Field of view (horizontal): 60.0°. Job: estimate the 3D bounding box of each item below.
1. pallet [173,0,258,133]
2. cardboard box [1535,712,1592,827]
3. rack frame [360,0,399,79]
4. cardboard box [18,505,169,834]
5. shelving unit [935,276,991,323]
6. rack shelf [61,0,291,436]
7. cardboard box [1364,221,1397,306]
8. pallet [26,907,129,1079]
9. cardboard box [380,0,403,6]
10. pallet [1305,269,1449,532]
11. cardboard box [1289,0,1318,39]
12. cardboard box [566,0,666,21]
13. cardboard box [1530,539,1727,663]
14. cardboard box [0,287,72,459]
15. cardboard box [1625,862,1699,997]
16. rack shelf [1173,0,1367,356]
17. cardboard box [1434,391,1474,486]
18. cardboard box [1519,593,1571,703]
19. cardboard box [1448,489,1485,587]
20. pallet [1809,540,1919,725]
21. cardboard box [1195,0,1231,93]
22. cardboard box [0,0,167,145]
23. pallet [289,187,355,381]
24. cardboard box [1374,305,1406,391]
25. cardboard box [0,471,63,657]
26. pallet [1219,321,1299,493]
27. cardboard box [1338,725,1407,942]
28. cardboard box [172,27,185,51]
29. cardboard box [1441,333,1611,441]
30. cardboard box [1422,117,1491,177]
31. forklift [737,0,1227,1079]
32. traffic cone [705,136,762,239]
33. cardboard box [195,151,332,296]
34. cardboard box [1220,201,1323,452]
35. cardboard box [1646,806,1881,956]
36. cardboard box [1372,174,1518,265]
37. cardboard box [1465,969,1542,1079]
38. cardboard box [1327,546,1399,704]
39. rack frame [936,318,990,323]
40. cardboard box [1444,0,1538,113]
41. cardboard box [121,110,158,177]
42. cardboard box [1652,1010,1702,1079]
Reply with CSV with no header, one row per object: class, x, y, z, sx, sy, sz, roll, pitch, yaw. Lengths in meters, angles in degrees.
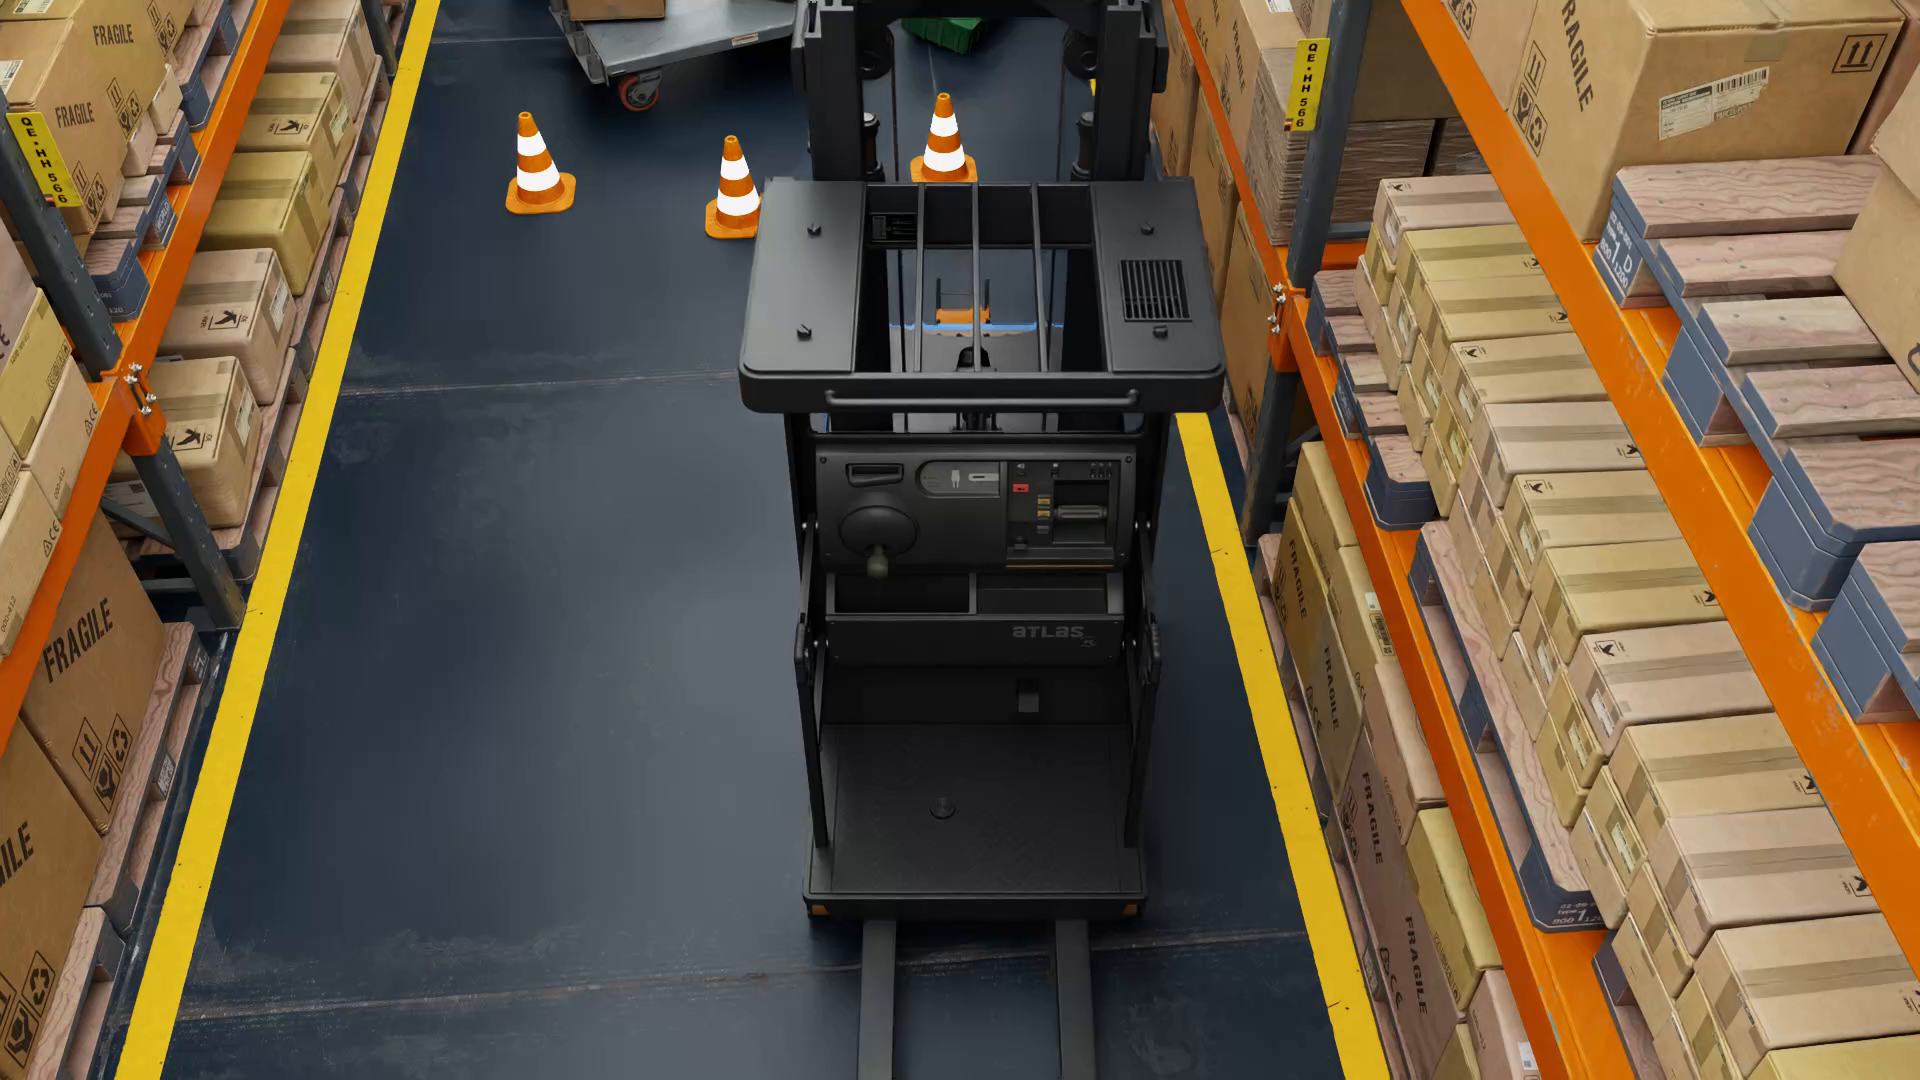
pallet,-3.486,-2.060,6.767,1.003,0.211,1.213,-3,47,-3
cardboard box,1.637,0.549,4.048,0.380,0.149,0.250,-2,47,-2
rack frame,-3.614,-3.590,8.084,1.000,3.000,0.127,-3,47,-3
cardboard box,-3.304,0.395,5.484,0.875,0.875,0.875,-4,47,-4
shelving unit,0.011,-0.537,6.536,0.215,1.050,0.252,0,47,0
rack shelf,-3.447,-1.895,6.975,1.077,0.370,4.000,-3,47,-3
cardboard box,1.485,-0.868,5.185,0.380,0.149,0.250,-2,47,-2
pallet,-3.189,1.719,4.977,1.003,0.211,1.213,-3,47,-3
cardboard box,-3.395,-3.232,9.350,0.500,0.250,0.500,-5,47,-5
pallet,1.811,-0.495,5.285,1.213,0.211,1.003,-3,47,-3
cardboard box,1.573,-2.139,5.953,0.700,0.500,0.500,-4,47,-4
cardboard box,-1.843,-3.121,8.840,0.500,0.500,0.500,-3,47,-3
cardboard box,1.619,0.145,4.020,0.380,0.149,0.250,-4,47,-4
cardboard box,-2.986,-0.481,4.899,0.500,0.250,0.500,-4,47,-3
cardboard box,1.681,0.820,3.586,0.380,0.149,0.250,-5,47,-5
rack shelf,1.477,-2.269,7.329,1.077,0.370,4.000,-3,47,-3
cardboard box,1.557,-0.297,4.644,0.380,0.149,0.250,-3,47,-3
cardboard box,1.621,0.259,4.118,0.380,0.149,0.250,-2,47,-2
cardboard box,1.575,-0.015,4.582,0.380,0.149,0.250,-2,47,-2
pallet,2.034,0.404,2.365,1.213,0.211,1.003,-3,47,-3
cardboard box,1.257,-2.136,6.638,0.500,0.500,0.500,-4,47,-4
cardboard box,-3.137,-1.693,5.725,0.500,0.500,0.500,-1,47,-1
pallet,-3.442,-1.183,7.725,1.003,0.211,1.213,-3,47,-3
cardboard box,1.503,-0.598,5.134,0.380,0.149,0.250,-1,47,-1
cardboard box,-2.920,0.075,4.717,0.500,0.250,0.500,-3,47,-3
pallet,1.654,-0.686,7.254,1.003,0.211,1.213,-3,47,-3
cardboard box,1.543,0.907,5.257,0.500,0.500,0.500,-5,47,-4
cardboard box,-3.251,-1.979,6.443,0.380,0.149,0.250,-2,47,-2
cardboard box,1.553,-0.423,4.558,0.380,0.149,0.250,-5,47,-5
cardboard box,1.876,-1.445,5.984,0.500,0.500,0.500,-3,47,-3
forklift,0.049,0.012,4.720,1.130,2.935,3.031,0,47,0
traffic cone,-1.095,-1.756,8.095,0.336,0.463,0.334,-3,47,-3
cardboard box,-3.444,-1.428,7.557,0.950,0.372,0.625,-2,47,-2
cardboard box,1.684,-0.887,6.784,1.050,0.750,0.750,-4,47,-4
cardboard box,1.686,0.712,3.484,0.380,0.149,0.250,-4,47,-3
cardboard box,1.491,-0.983,5.089,0.380,0.149,0.250,-3,47,-3
cardboard box,1.636,1.385,4.288,0.500,0.250,0.500,-1,47,-1
cardboard box,1.504,0.268,5.346,0.500,0.250,0.500,-4,47,-4
rack frame,0.011,-0.449,6.452,0.200,1.050,0.008,0,47,0
cardboard box,1.476,-1.345,3.823,0.500,0.500,0.500,-3,47,-3
cardboard box,-3.088,-1.408,5.901,0.380,0.149,0.250,-6,47,-6
cardboard box,1.708,1.123,3.505,0.380,0.149,0.250,-4,47,-3
